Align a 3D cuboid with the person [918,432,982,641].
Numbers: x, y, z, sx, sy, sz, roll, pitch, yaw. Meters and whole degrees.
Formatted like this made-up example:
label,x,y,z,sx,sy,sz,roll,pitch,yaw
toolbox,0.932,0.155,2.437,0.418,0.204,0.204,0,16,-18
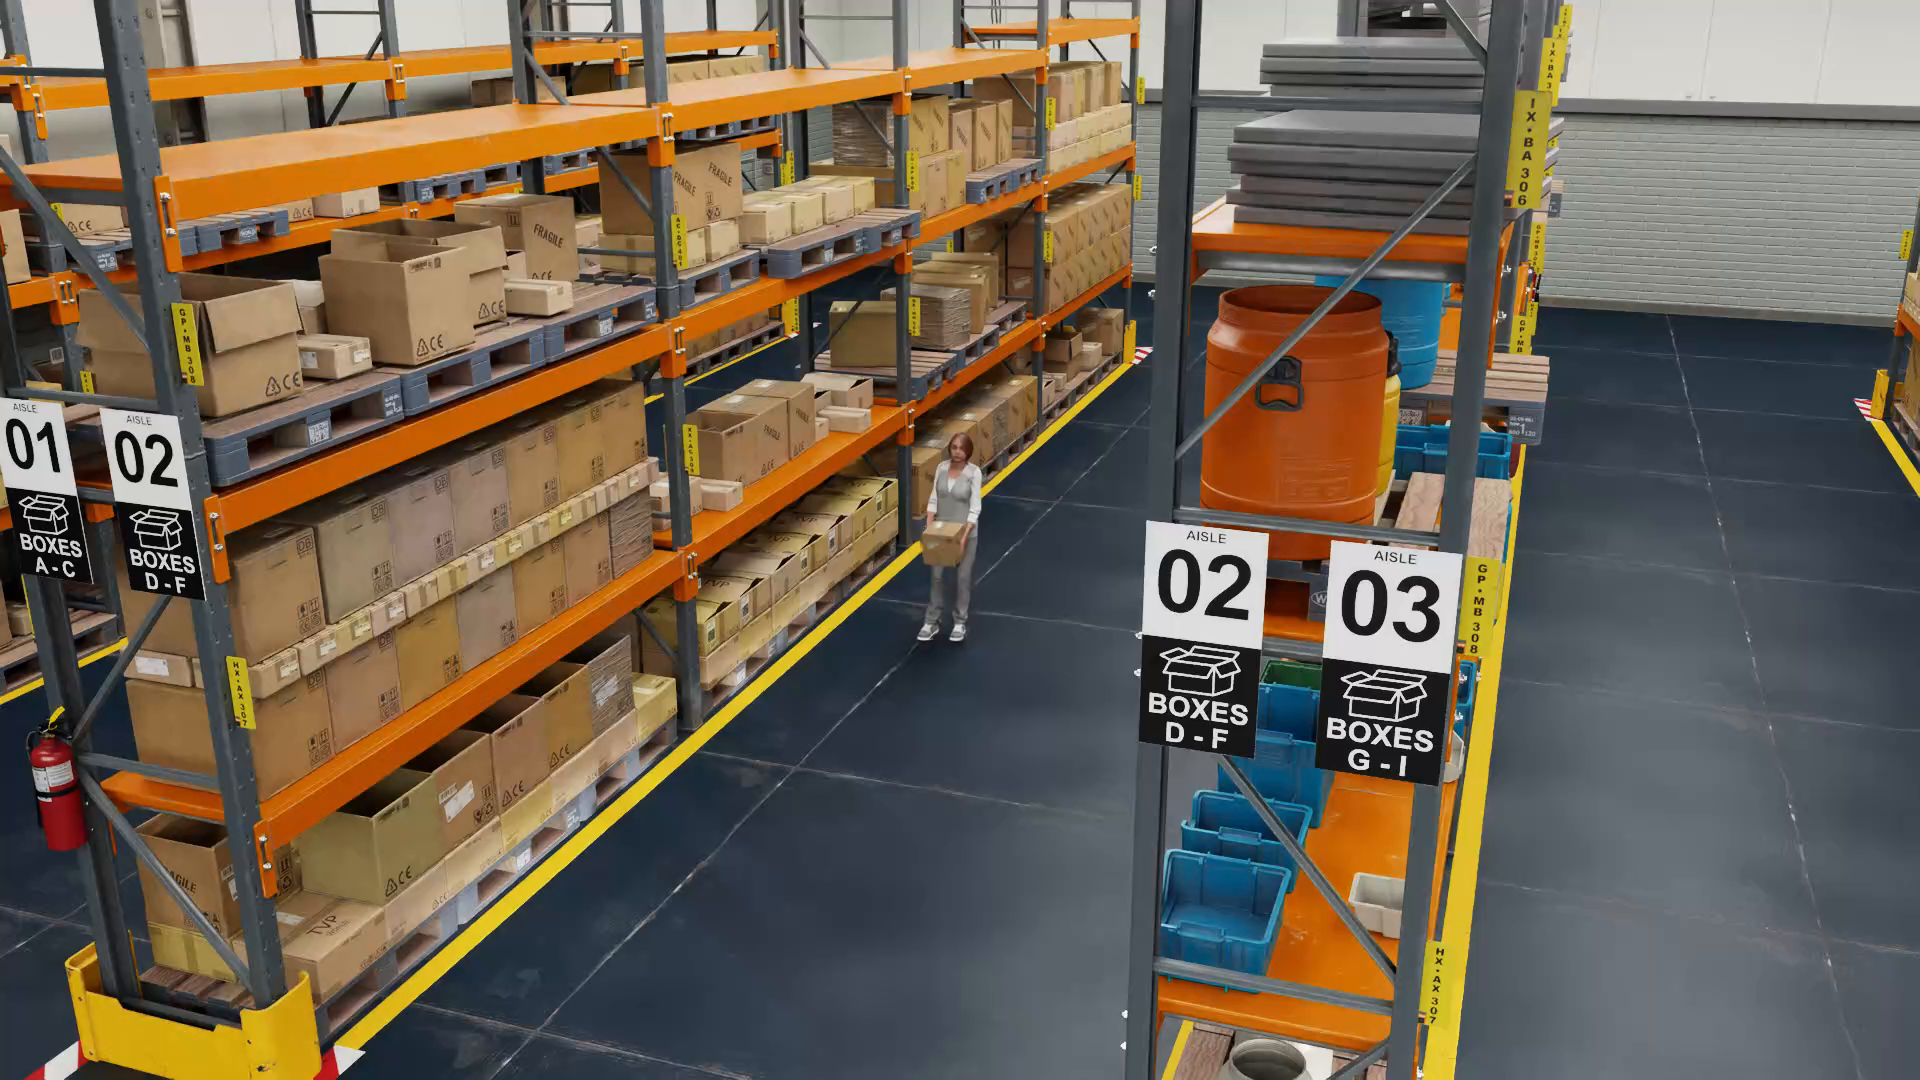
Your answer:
label,x,y,z,sx,sy,sz,roll,pitch,yaw
person,-0.061,-0.016,12.612,0.456,1.600,0.443,7,20,19
